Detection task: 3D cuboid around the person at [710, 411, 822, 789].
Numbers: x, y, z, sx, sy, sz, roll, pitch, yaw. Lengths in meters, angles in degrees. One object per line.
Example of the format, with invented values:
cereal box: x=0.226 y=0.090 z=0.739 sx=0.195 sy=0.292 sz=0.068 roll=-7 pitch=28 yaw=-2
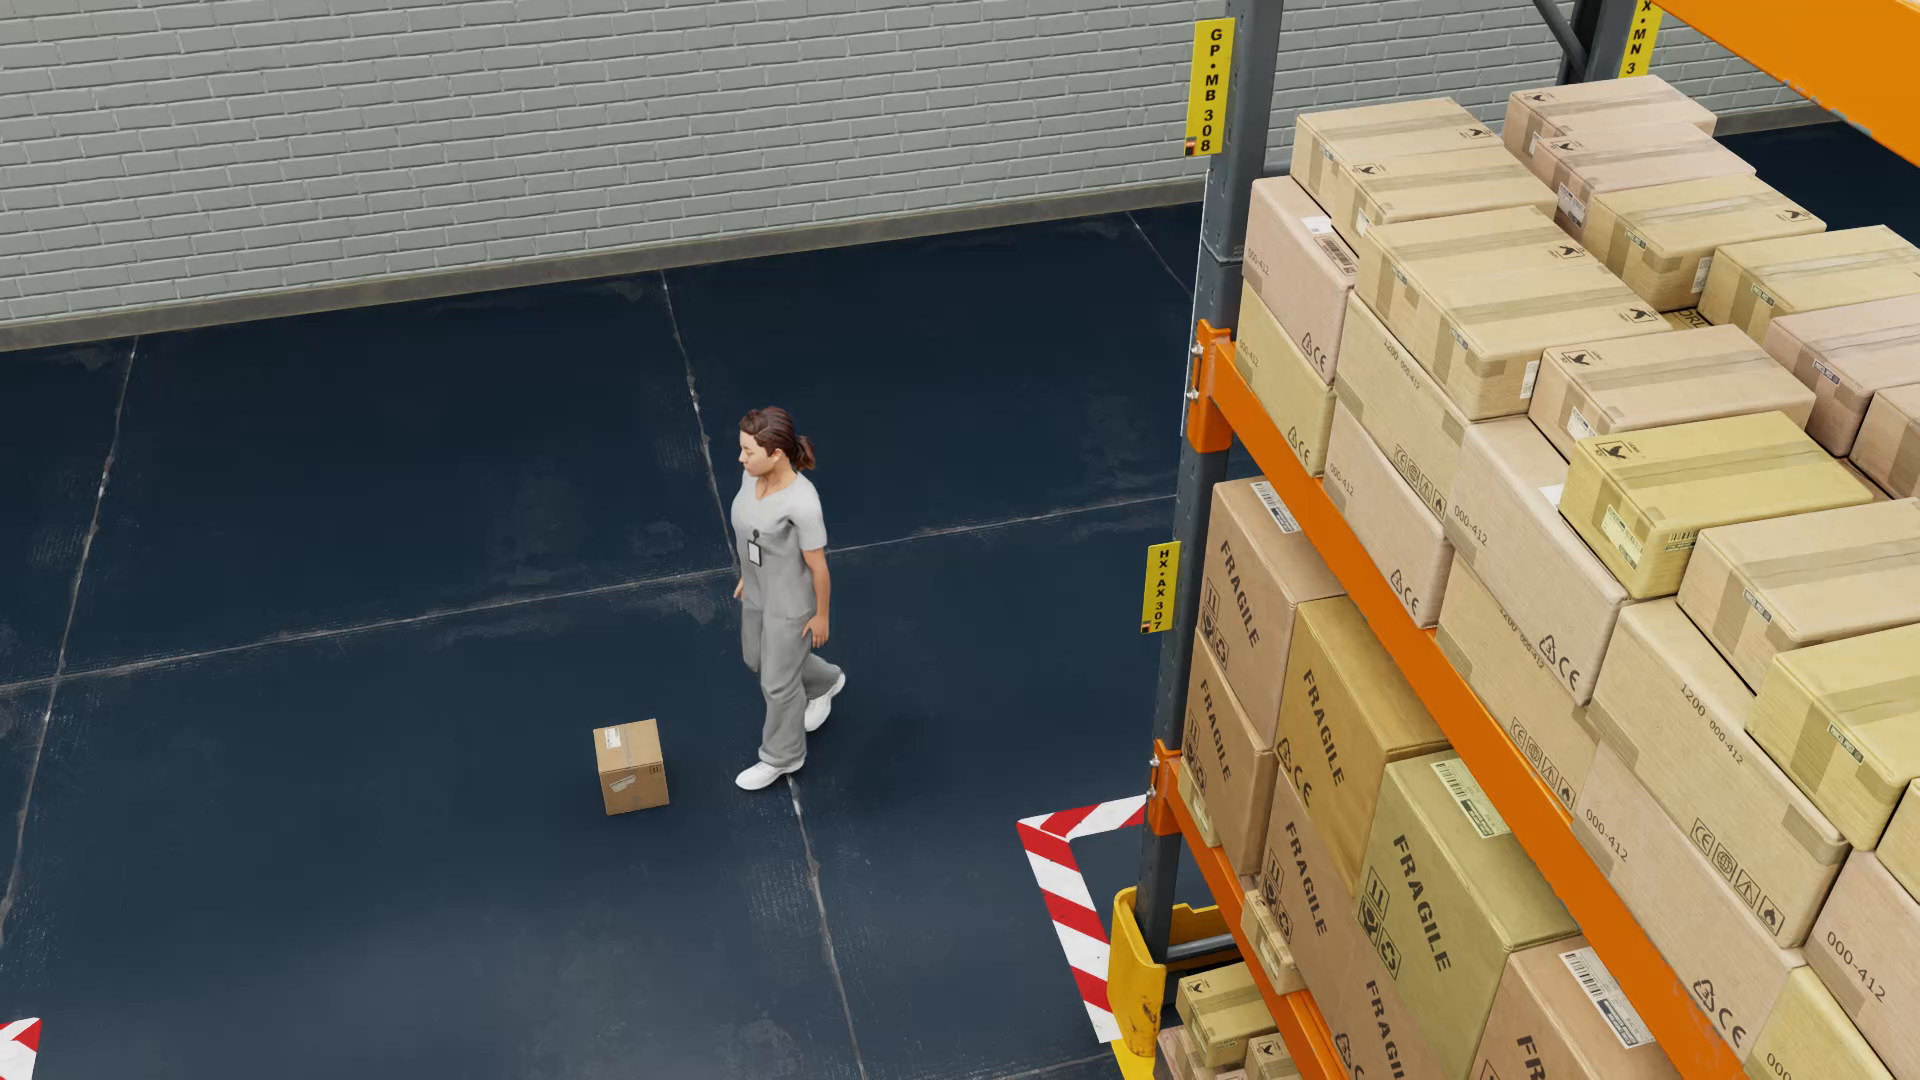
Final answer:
person: x=-0.743 y=0.245 z=6.392 sx=0.529 sy=1.670 sz=0.473 roll=-22 pitch=43 yaw=-26
